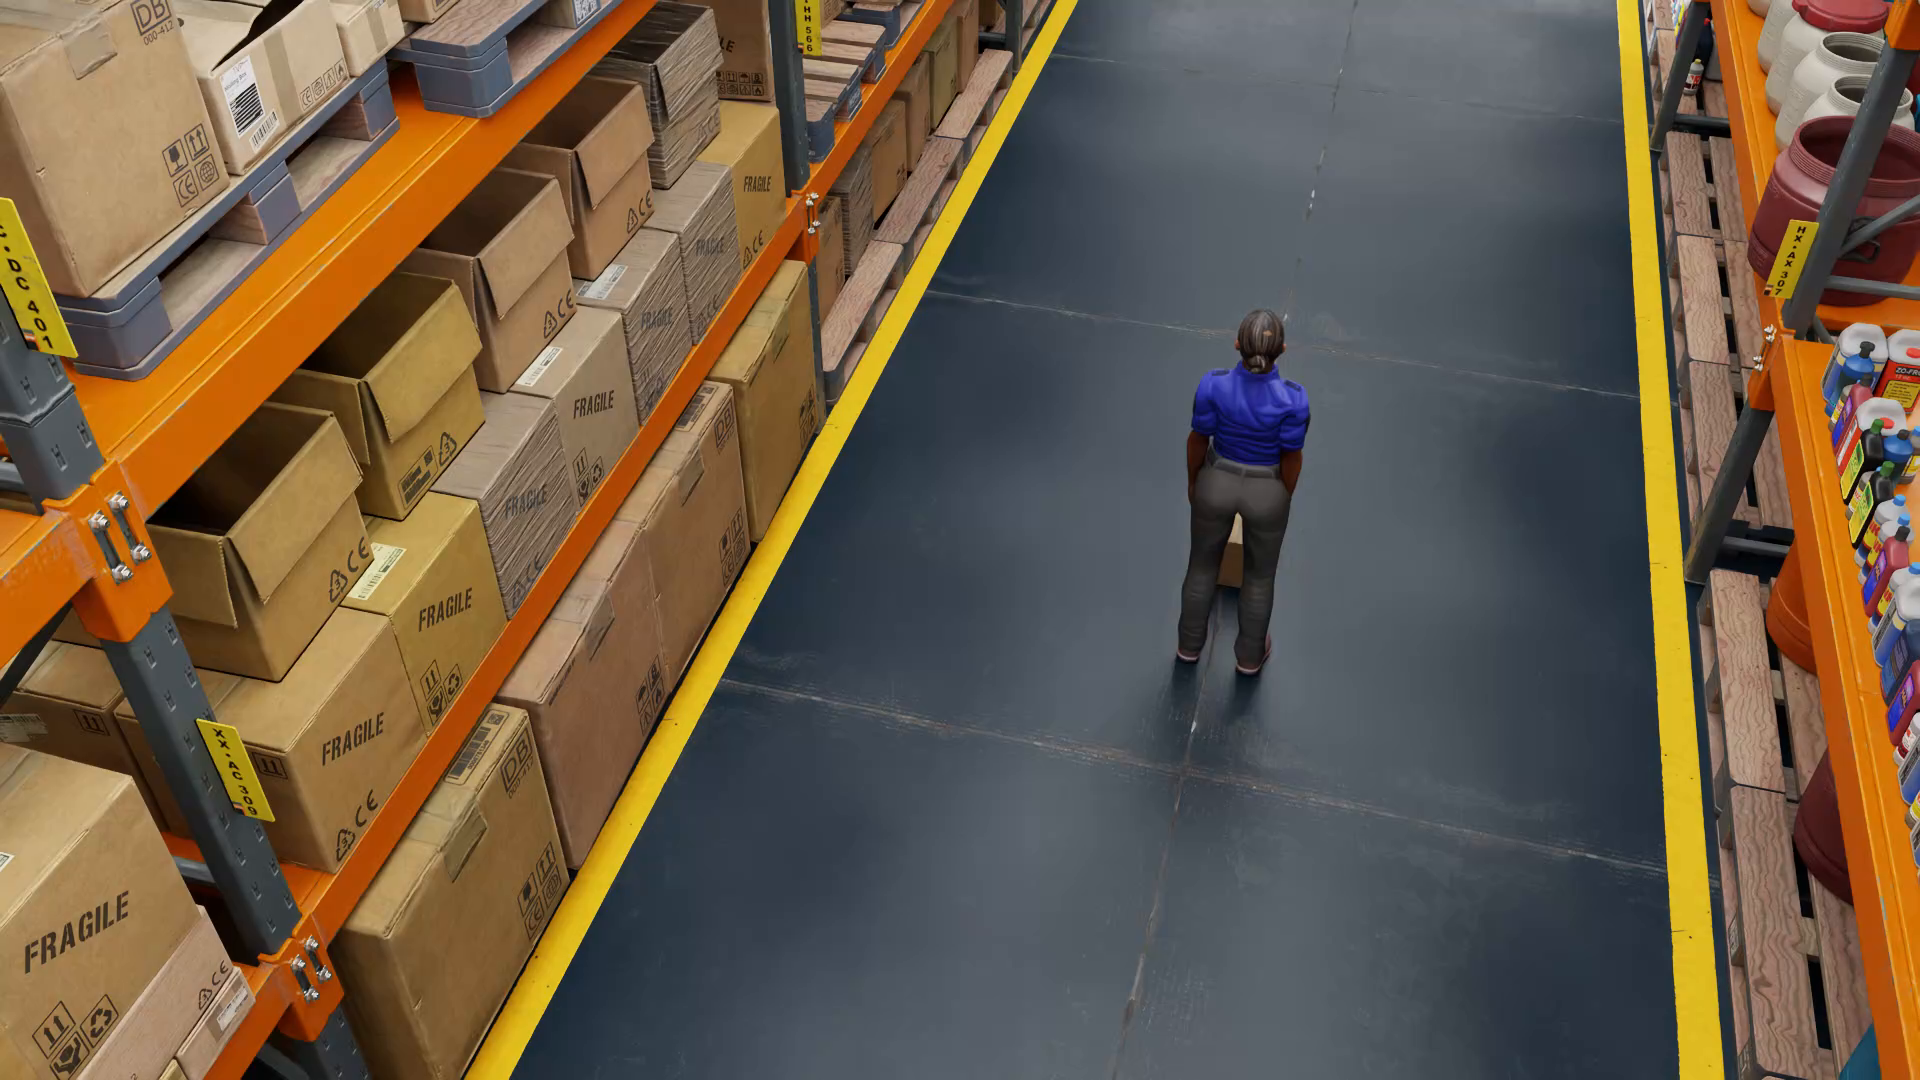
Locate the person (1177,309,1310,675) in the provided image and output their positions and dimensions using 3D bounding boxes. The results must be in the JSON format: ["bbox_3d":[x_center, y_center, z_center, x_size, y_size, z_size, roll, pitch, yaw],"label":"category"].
[{"bbox_3d":[1.072,-0.175,6.369,0.427,1.671,0.298,11,42,12],"label":"person"}]
